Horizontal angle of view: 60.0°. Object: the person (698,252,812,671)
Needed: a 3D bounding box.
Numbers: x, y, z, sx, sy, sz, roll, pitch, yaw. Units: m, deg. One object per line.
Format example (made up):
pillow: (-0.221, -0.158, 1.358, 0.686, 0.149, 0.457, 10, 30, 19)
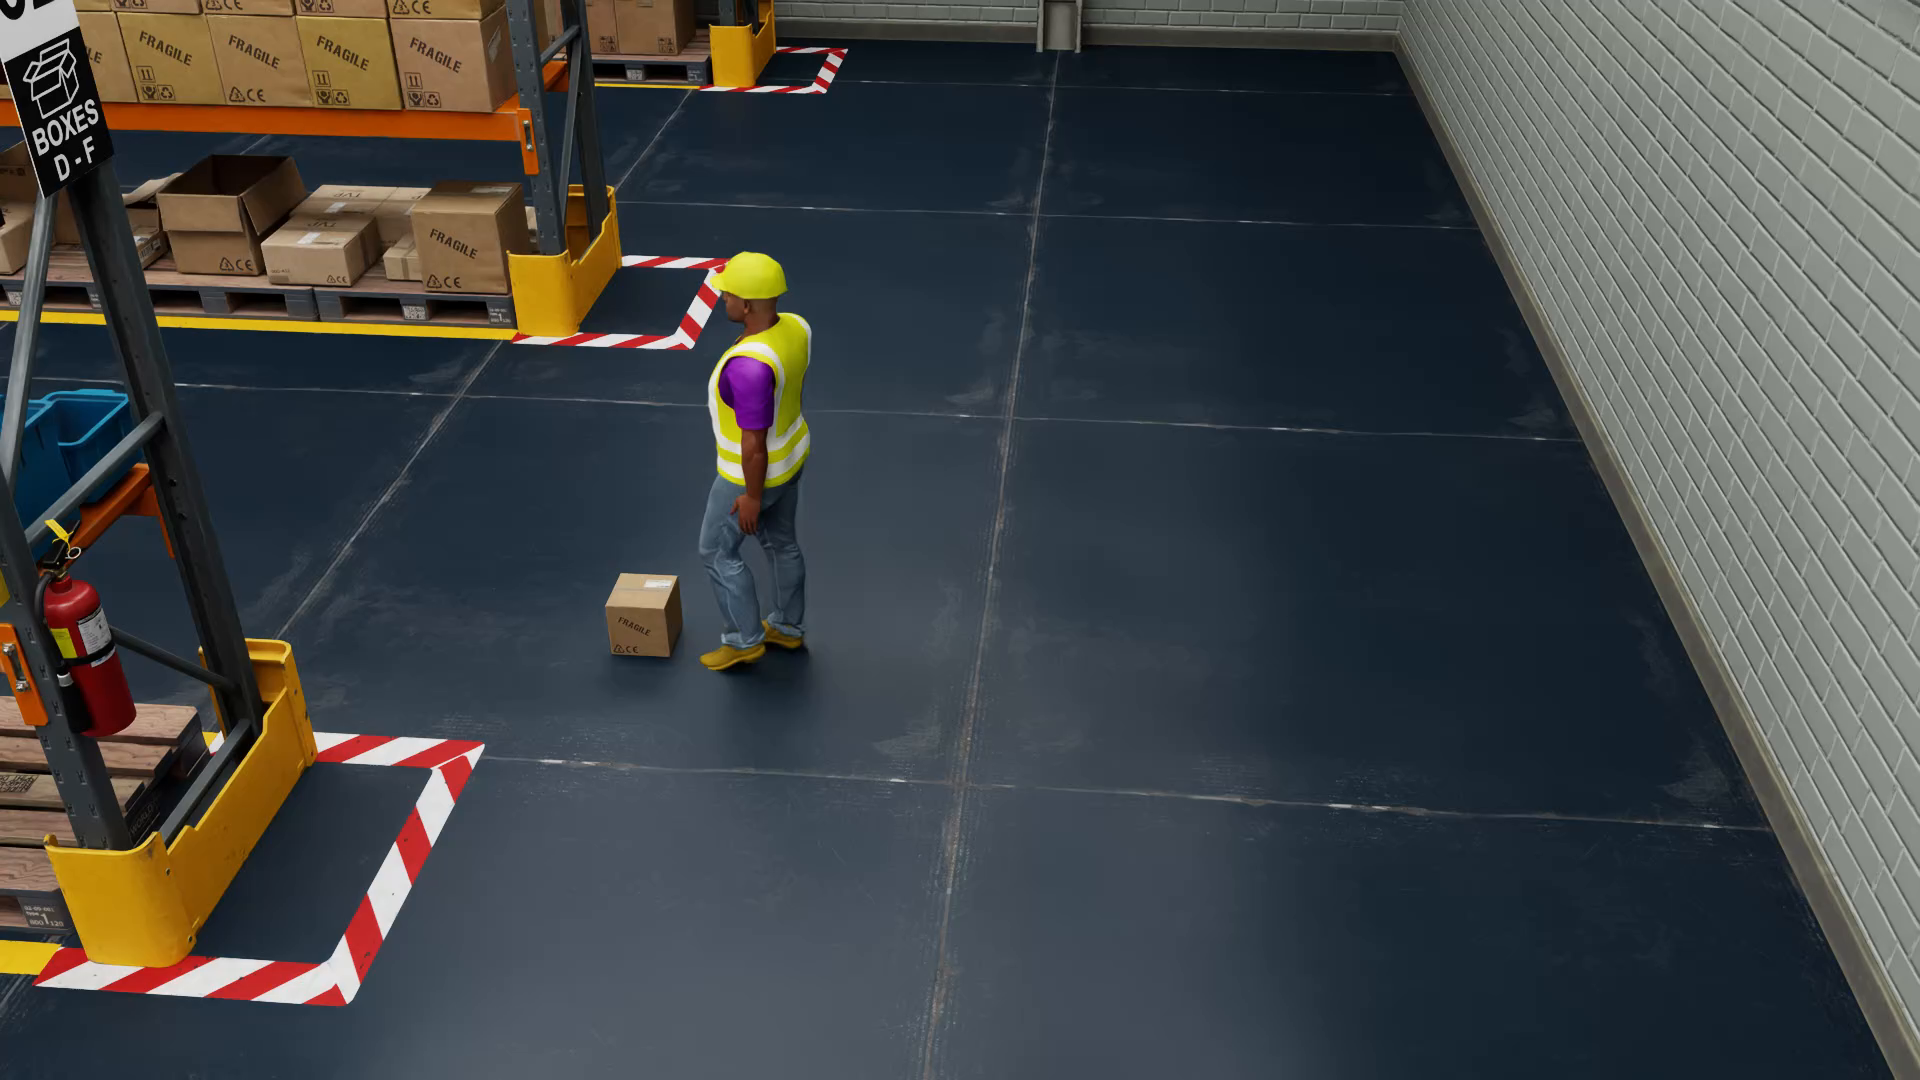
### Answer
person: (-0.816, -0.297, 6.606, 0.453, 1.806, 0.591, 11, 33, 17)
